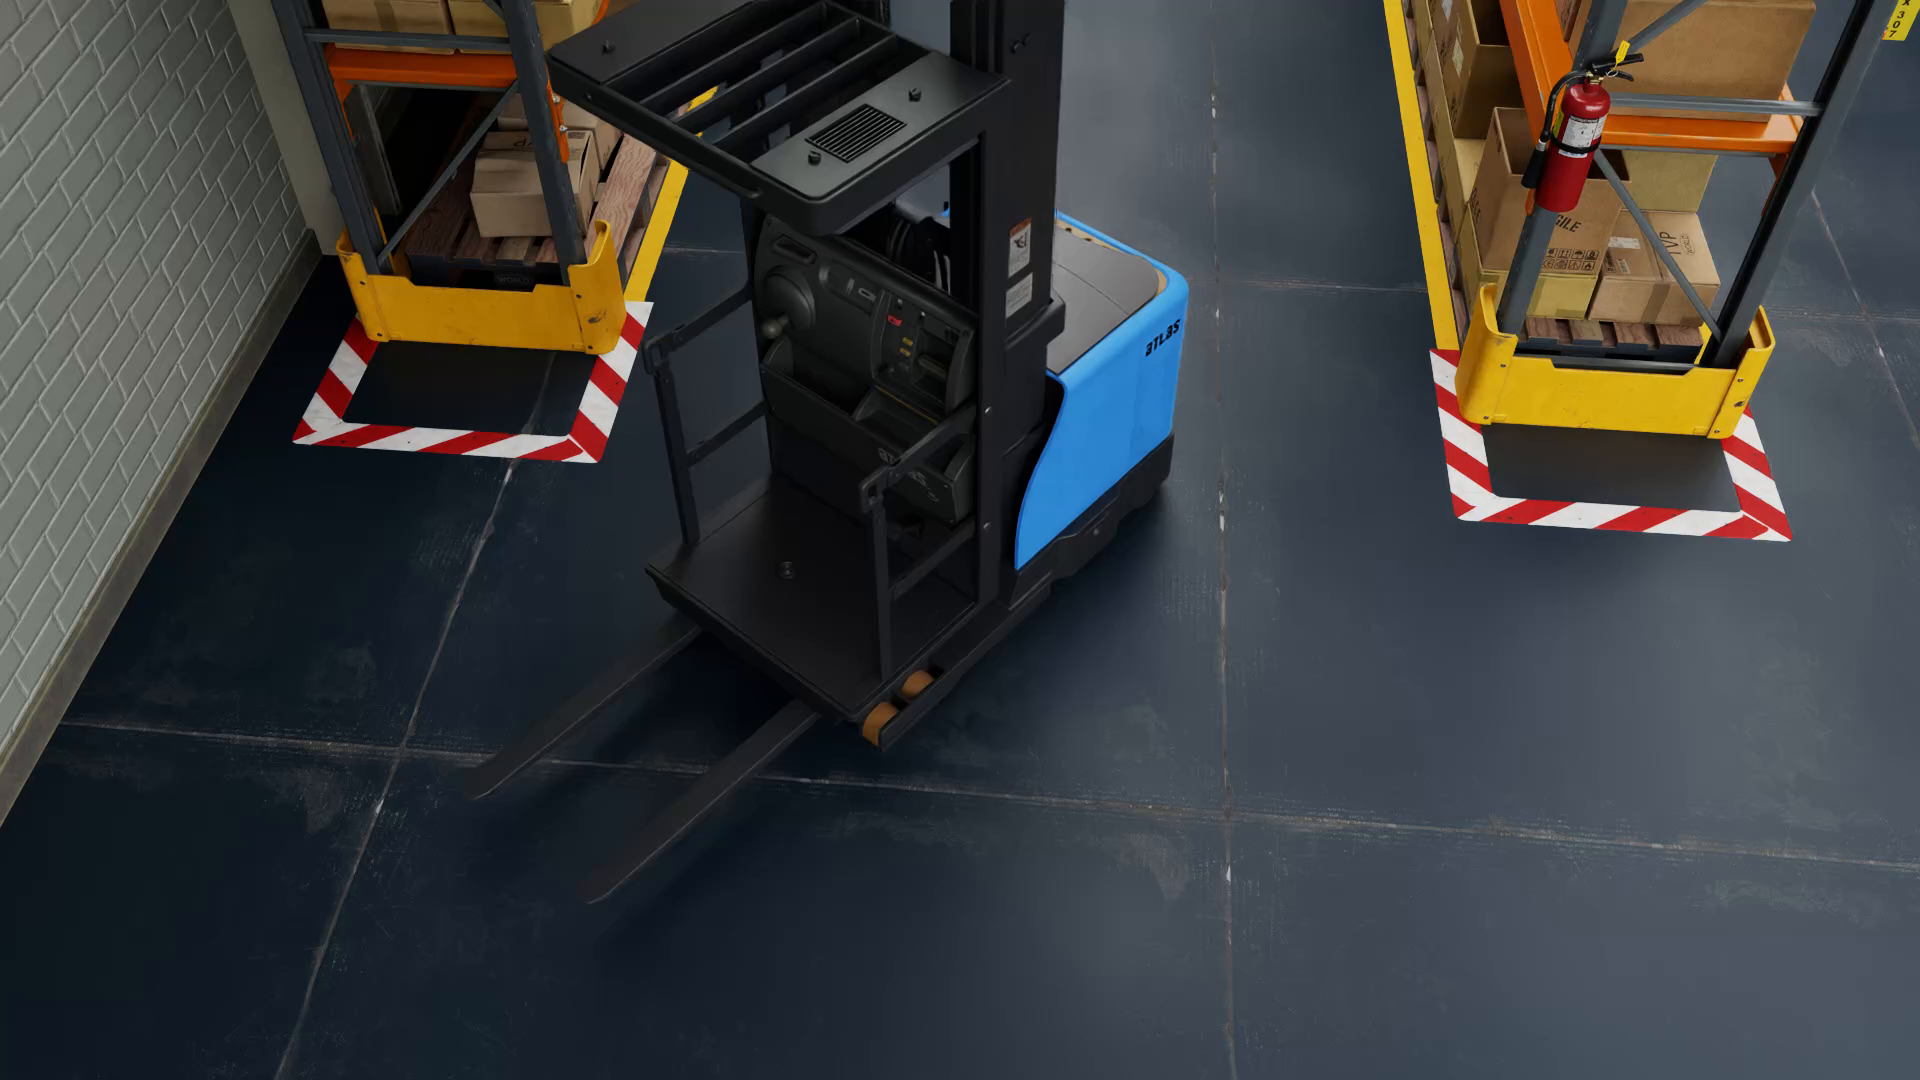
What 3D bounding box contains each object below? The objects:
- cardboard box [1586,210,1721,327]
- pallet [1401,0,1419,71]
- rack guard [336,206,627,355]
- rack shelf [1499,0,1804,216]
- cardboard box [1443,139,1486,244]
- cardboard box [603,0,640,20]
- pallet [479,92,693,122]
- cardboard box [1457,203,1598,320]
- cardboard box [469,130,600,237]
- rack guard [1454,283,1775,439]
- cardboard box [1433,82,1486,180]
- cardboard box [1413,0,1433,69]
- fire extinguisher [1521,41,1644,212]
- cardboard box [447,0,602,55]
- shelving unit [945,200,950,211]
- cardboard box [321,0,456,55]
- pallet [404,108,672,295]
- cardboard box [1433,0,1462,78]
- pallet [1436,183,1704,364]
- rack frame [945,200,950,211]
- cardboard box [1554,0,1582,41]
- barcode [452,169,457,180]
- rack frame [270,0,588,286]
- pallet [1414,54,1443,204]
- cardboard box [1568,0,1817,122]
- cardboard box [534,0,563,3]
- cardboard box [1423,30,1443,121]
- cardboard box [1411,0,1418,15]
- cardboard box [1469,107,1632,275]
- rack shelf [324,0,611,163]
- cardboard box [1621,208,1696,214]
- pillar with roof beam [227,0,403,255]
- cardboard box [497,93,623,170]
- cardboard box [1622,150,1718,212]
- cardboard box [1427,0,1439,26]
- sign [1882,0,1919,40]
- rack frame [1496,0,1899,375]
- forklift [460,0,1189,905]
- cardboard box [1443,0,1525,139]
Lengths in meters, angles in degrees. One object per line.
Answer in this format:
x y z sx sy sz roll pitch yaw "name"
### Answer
3.055 -1.222 7.439 0.500 0.250 0.500 4 48 4 "cardboard box"
3.035 -3.045 9.418 1.003 0.211 1.213 4 48 4 "pallet"
-2.142 -1.171 7.508 1.175 0.500 0.348 4 48 4 "rack guard"
2.967 -2.856 7.842 1.077 0.370 4.000 4 48 4 "rack shelf"
2.573 -1.625 7.808 0.500 0.250 0.500 4 48 4 "cardboard box"
-1.828 -2.721 8.628 0.700 0.500 0.500 1 48 1 "cardboard box"
-1.919 -2.563 8.977 1.003 0.211 1.213 4 48 4 "pallet"
2.539 -1.256 7.471 0.500 0.250 0.500 4 48 4 "cardboard box"
-1.996 -1.703 7.824 0.500 0.311 0.500 -1 48 -1 "cardboard box"
2.782 -0.767 7.139 1.175 0.500 0.348 4 48 4 "rack guard"
2.617 -1.992 8.144 0.500 0.250 0.500 4 48 4 "cardboard box"
2.704 -2.727 8.816 0.500 0.250 0.500 4 48 4 "cardboard box"
2.311 -1.547 6.211 0.296 0.674 0.183 4 48 4 "fire extinguisher"
-1.788 -2.252 6.891 0.500 0.250 0.500 3 48 2 "cardboard box"
0.078 -1.142 7.210 0.258 0.900 0.210 10 48 9 "shelving unit"
-2.299 -2.272 6.909 0.500 0.250 0.500 4 48 4 "cardboard box"
-2.033 -1.668 8.159 1.003 0.211 1.213 4 48 4 "pallet"
2.661 -2.613 8.203 0.500 0.500 0.500 4 48 4 "cardboard box"
2.813 -1.252 7.778 1.003 0.211 1.213 4 48 4 "pallet"
0.055 -1.069 7.143 0.240 0.900 0.006 10 48 9 "rack frame"
2.883 -2.391 6.862 0.700 0.500 0.500 5 48 5 "cardboard box"
-2.393 -1.746 7.858 0.001 0.075 0.075 4 48 4 "barcode"
-2.149 -1.959 6.535 1.000 3.000 0.127 4 48 4 "rack frame"
2.926 -2.146 8.596 1.003 0.211 1.213 4 48 4 "pallet"
2.840 -2.005 6.509 0.700 0.500 0.500 4 48 4 "cardboard box"
-1.806 -2.499 6.609 0.500 0.500 0.500 4 48 4 "cardboard box"
2.664 -2.359 8.480 0.500 0.250 0.500 4 48 4 "cardboard box"
2.754 -3.094 9.152 0.500 0.250 0.500 4 48 4 "cardboard box"
2.537 -1.510 7.195 0.500 0.500 0.500 4 48 4 "cardboard box"
-1.967 -3.186 8.145 1.077 0.370 4.000 4 48 4 "rack shelf"
3.097 -1.589 7.776 0.500 0.250 0.500 4 48 4 "cardboard box"
1.341 -4.267 4.580 9.100 9.000 0.400 4 48 4 "pillar with roof beam"
-1.944 -2.121 8.207 0.500 0.311 0.500 7 48 7 "cardboard box"
3.099 -1.842 7.499 0.500 0.500 0.500 4 48 4 "cardboard box"
2.704 -2.980 8.540 0.500 0.500 0.500 4 48 4 "cardboard box"
3.337 -1.906 5.846 0.100 0.325 0.005 4 48 4 "sign"
2.785 -1.629 6.233 1.000 3.000 0.127 4 48 4 "rack frame"
-0.468 -0.659 5.393 1.130 2.935 3.031 33 55 26 "forklift"
2.614 -2.245 7.868 0.500 0.500 0.500 4 48 4 "cardboard box"
